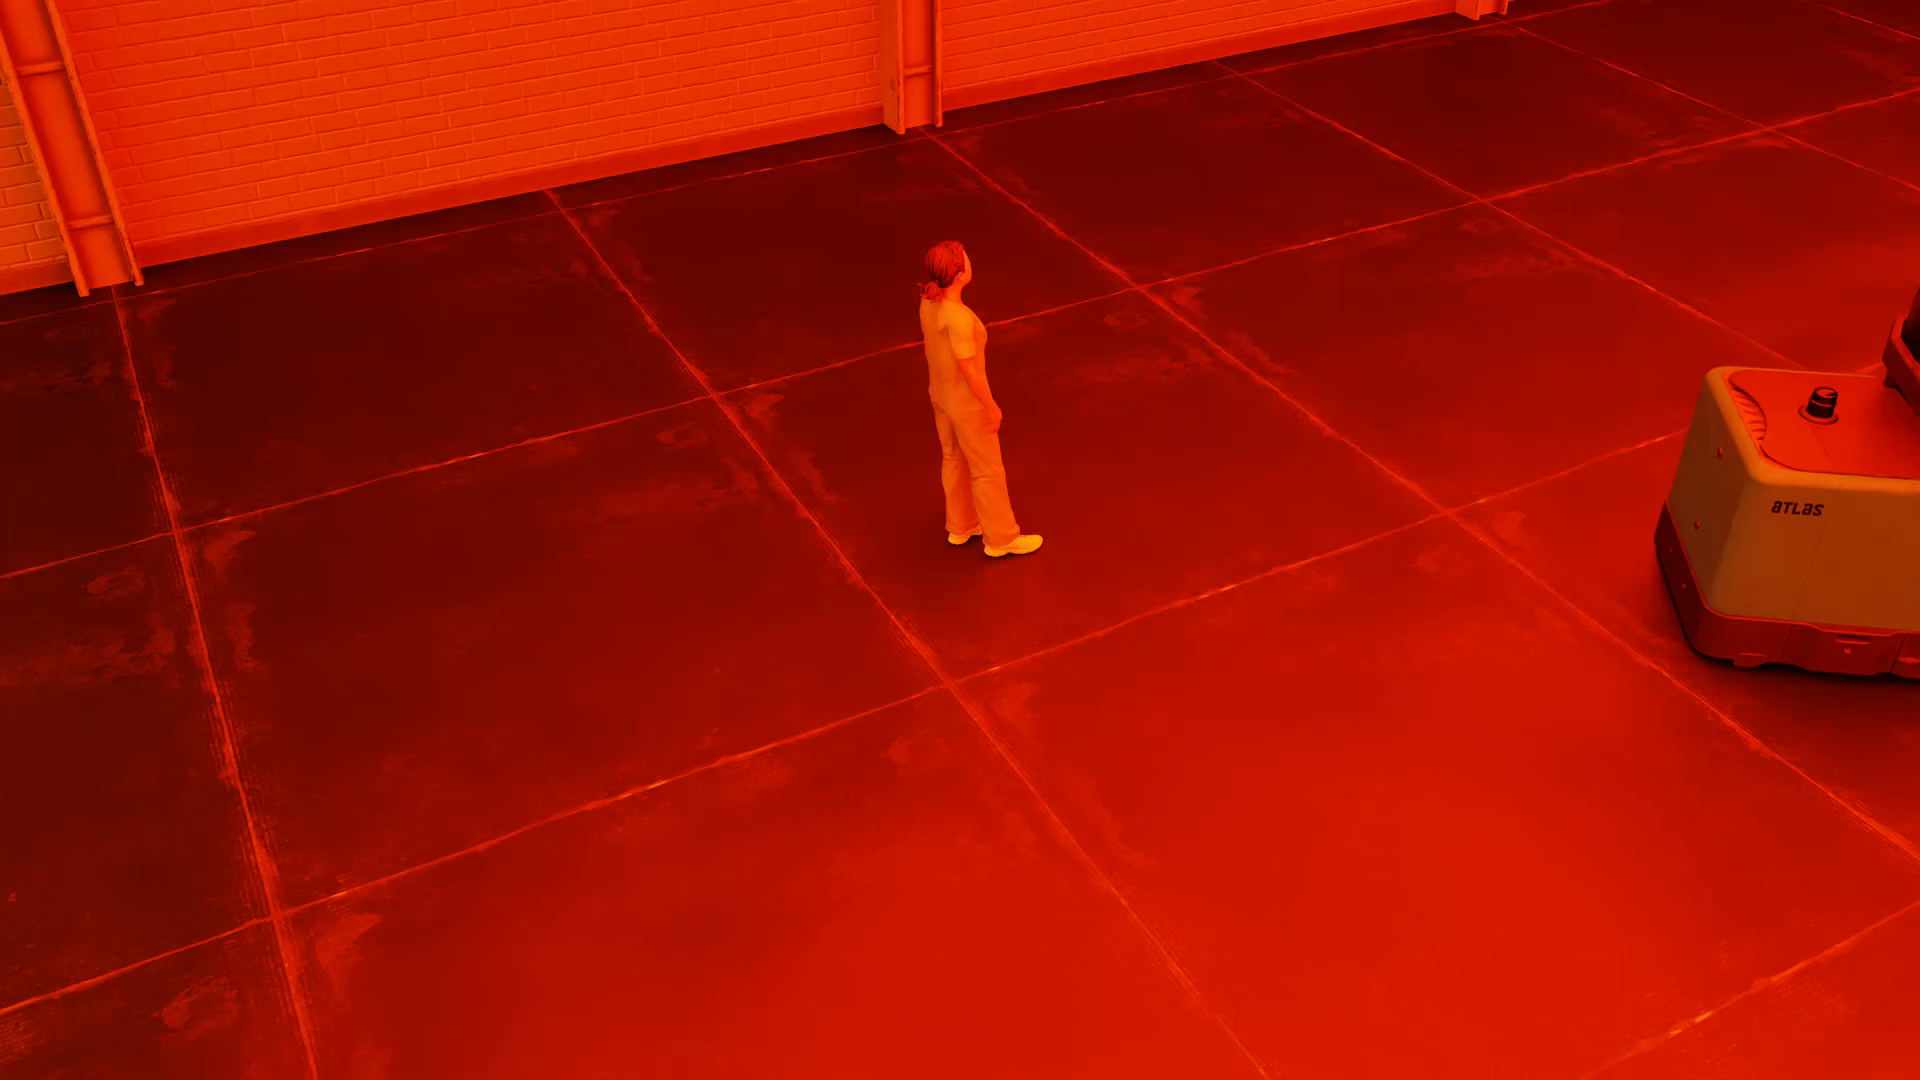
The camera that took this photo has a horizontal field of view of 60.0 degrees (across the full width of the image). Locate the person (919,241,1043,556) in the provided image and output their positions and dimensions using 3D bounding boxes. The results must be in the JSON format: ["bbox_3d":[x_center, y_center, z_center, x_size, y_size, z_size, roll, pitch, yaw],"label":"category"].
[{"bbox_3d":[0.071,-0.703,8.192,0.549,1.675,0.549,-17,39,-23],"label":"person"}]

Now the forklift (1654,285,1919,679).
[{"bbox_3d":[5.003,-0.774,7.218,3.031,2.935,1.130,5,36,6],"label":"forklift"}]
